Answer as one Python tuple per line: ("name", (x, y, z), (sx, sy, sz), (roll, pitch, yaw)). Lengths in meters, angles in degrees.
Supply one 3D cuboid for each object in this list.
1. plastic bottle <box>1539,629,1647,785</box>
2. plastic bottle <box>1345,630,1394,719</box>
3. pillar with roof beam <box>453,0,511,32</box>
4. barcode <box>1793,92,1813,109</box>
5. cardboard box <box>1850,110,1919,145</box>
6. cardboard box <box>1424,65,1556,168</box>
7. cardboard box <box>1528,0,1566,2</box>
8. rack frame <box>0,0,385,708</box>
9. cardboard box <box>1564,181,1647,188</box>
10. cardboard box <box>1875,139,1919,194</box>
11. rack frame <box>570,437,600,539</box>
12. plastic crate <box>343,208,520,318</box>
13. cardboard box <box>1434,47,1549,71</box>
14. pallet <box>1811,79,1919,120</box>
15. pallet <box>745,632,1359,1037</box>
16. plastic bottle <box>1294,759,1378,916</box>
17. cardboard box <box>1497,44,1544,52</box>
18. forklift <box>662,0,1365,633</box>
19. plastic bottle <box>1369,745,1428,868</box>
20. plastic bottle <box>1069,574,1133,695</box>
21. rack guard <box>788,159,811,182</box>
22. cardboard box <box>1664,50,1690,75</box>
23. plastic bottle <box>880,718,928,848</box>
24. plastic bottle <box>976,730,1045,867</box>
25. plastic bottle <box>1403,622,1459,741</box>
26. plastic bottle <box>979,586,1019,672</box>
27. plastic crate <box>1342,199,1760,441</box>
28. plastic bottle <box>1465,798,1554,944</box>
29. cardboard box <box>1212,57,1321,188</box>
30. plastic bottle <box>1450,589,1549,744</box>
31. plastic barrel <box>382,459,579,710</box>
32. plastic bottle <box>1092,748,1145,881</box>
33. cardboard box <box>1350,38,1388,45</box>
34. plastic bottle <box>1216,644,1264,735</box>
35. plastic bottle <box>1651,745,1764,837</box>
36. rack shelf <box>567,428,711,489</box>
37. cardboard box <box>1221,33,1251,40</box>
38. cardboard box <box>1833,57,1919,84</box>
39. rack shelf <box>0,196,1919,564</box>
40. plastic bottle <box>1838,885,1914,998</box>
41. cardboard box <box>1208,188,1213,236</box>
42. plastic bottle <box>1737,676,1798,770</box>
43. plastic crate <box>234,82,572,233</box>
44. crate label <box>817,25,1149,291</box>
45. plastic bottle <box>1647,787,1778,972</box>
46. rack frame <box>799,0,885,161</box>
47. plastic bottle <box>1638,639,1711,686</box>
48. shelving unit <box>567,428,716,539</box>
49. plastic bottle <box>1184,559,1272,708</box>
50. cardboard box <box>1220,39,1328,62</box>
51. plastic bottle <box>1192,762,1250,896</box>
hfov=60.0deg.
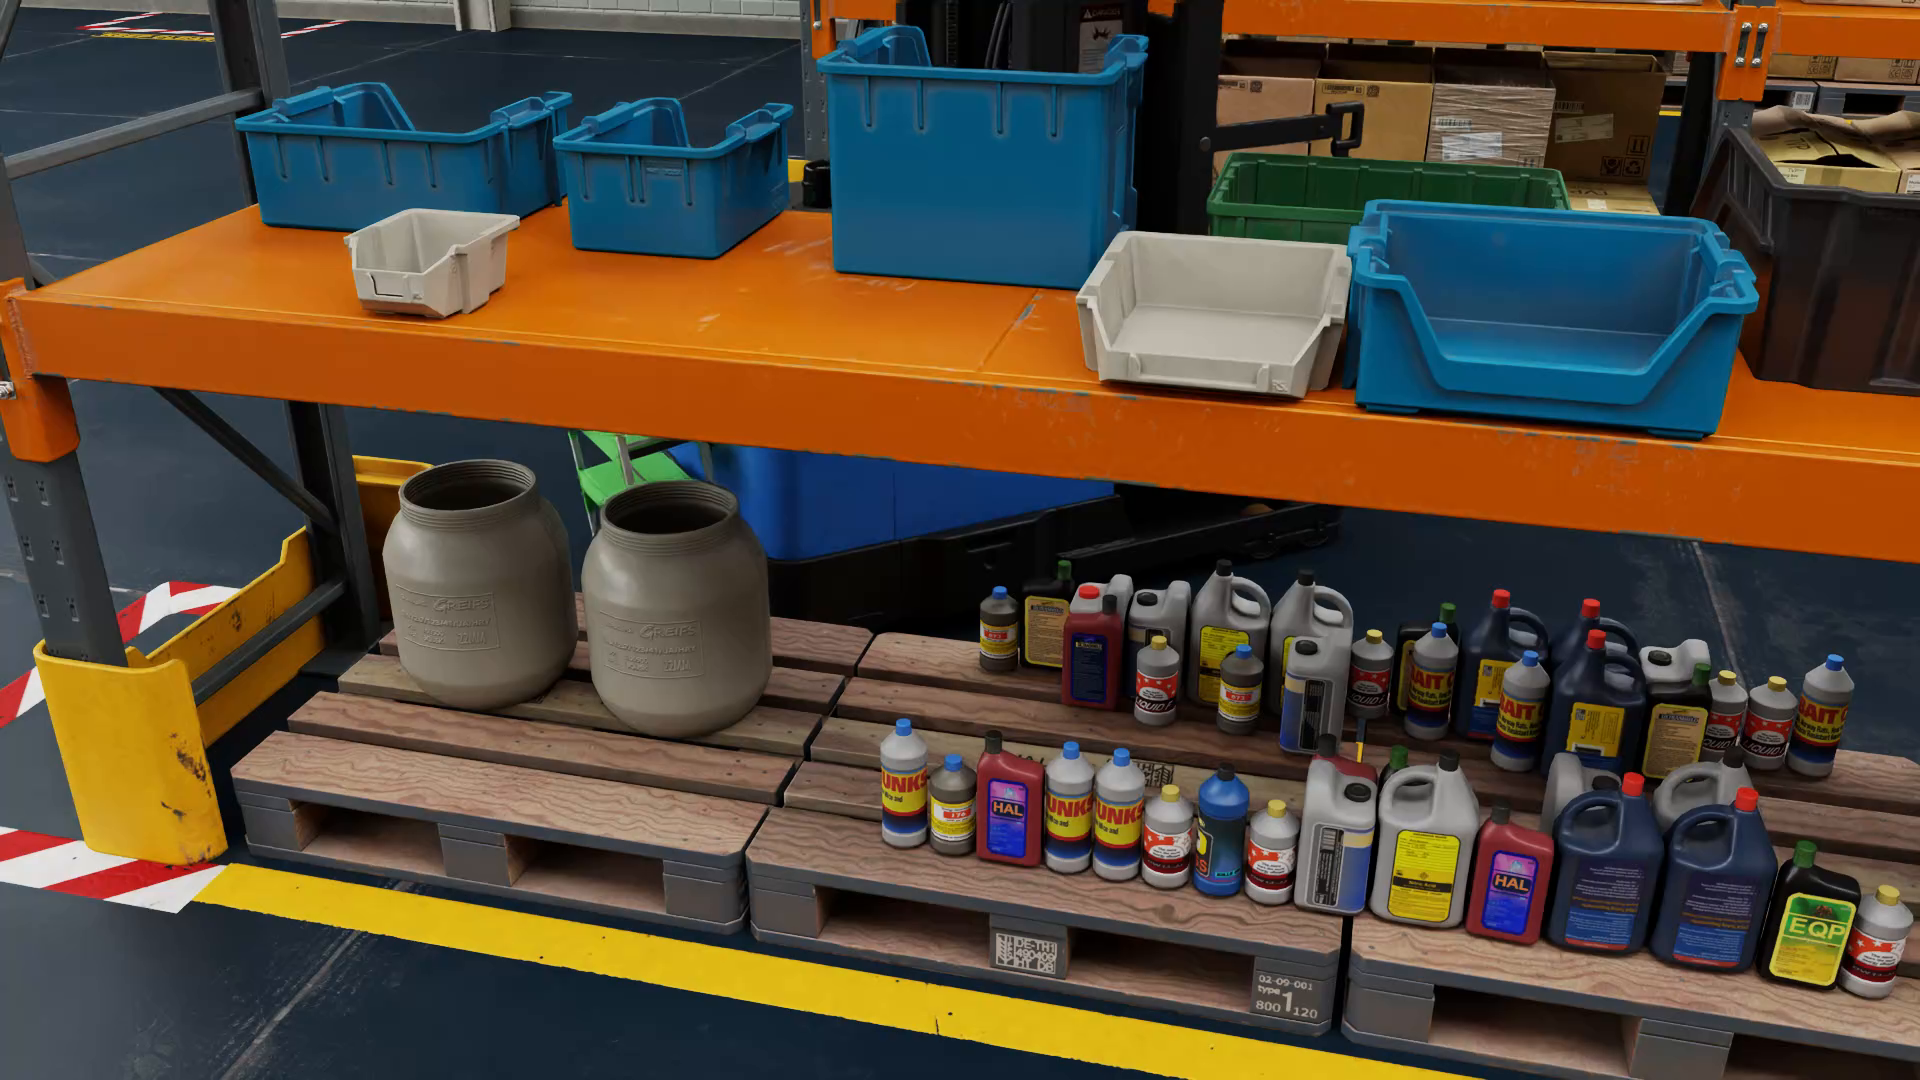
("plastic bottle", (1.368, 0.358, 3.579), (0.185, 0.351, 0.144), (6, 26, 13))
("plastic bottle", (0.953, 0.305, 3.864), (0.097, 0.201, 0.097), (0, 25, 0))
("pillar with roof beam", (-5.314, -6.837, 9.143), (0.400, 9.000, 9.100), (6, 26, 13))
("barcode", (3.463, -1.805, 6.831), (0.075, 0.075, 0.001), (6, 26, 13))
("cardboard box", (4.289, -1.727, 7.445), (0.500, 0.311, 0.500), (7, 26, 14))
("cardboard box", (2.335, -1.806, 7.392), (0.500, 0.500, 0.500), (6, 26, 13))
("cardboard box", (2.376, -2.646, 7.202), (0.500, 0.500, 0.700), (6, 26, 12))
("rack frame", (-1.792, -0.869, 3.585), (0.127, 3.000, 1.000), (6, 26, 13))
("cardboard box", (2.946, -1.626, 7.887), (0.500, 0.250, 0.500), (6, 26, 13))
("cardboard box", (4.141, -1.500, 6.969), (0.500, 0.311, 0.500), (6, 26, 12))
("rack frame", (-1.035, -0.454, 4.778), (0.240, 1.200, 0.015), (-21, 32, -24))
("plastic crate", (-1.005, -0.520, 3.159), (0.250, 0.136, 0.298), (6, 26, 13))
("cardboard box", (2.462, -2.019, 7.840), (0.500, 0.500, 0.500), (6, 26, 13))
("pallet", (6.489, -3.093, 11.502), (1.213, 0.211, 1.003), (6, 26, 13))
("pallet", (0.257, 0.599, 3.745), (1.213, 0.211, 1.003), (6, 26, 13))
("plastic bottle", (0.732, 0.567, 3.225), (0.135, 0.276, 0.152), (7, 26, 14))
("cardboard box", (4.024, -3.529, 11.958), (0.250, 0.166, 0.380), (3, 26, 6))
("forklift", (0.621, -1.456, 4.899), (3.031, 2.935, 1.130), (-12, 28, -24))
("plastic bottle", (0.889, 0.538, 3.279), (0.133, 0.283, 0.061), (6, 26, 13))
("plastic bottle", (0.333, 0.215, 3.966), (0.135, 0.276, 0.152), (7, 26, 13))
("rack guard", (-0.578, -1.804, 8.459), (0.348, 0.500, 1.175), (6, 26, 13))
("cardboard box", (5.267, -3.563, 11.641), (0.500, 0.500, 0.700), (7, 26, 15))
("plastic bottle", (-0.113, 0.488, 3.397), (0.097, 0.271, 0.097), (0, 25, 0))
("plastic bottle", (0.101, 0.515, 3.328), (0.133, 0.283, 0.061), (7, 26, 14))
("plastic bottle", (1.069, 0.313, 3.765), (0.097, 0.271, 0.097), (0, 25, 0))
("plastic bottle", (0.096, 0.210, 4.063), (0.097, 0.201, 0.097), (0, 25, 0))
("plastic crate", (0.943, -0.379, 2.729), (0.616, 0.251, 0.499), (6, 26, 13))
("plastic bottle", (1.033, 0.618, 3.111), (0.133, 0.283, 0.061), (8, 27, 16))
("cardboard box", (1.362, -1.906, 7.601), (0.500, 0.500, 0.500), (6, 26, 13))
("plastic bottle", (1.221, 0.277, 3.747), (0.185, 0.351, 0.144), (5, 26, 11))
("plastic barrel", (-1.135, 0.104, 3.949), (0.421, 0.512, 0.421), (0, 25, 0))
("plastic bottle", (0.315, 0.536, 3.297), (0.097, 0.271, 0.097), (0, 25, 0))
("cardboard box", (3.006, -3.656, 12.244), (0.250, 0.149, 0.380), (4, 26, 9))
("plastic bottle", (0.642, 0.334, 3.802), (0.097, 0.201, 0.097), (0, 25, 0))
("plastic bottle", (1.423, 0.548, 3.180), (0.185, 0.351, 0.144), (6, 26, 13))
("rack shelf", (-0.906, -0.308, 4.619), (0.258, 0.148, 0.480), (-21, 32, -24))
("cardboard box", (1.875, -3.805, 12.369), (0.500, 0.311, 0.500), (9, 27, 17))
("cardboard box", (6.264, -3.457, 11.418), (0.500, 0.500, 0.700), (7, 26, 14))
("rack shelf", (0.145, -0.330, 3.290), (4.000, 0.370, 1.077), (6, 26, 13))
("plastic bottle", (1.653, 0.715, 3.002), (0.097, 0.201, 0.097), (0, 25, 0))
("cardboard box", (1.362, -1.567, 7.763), (0.500, 0.250, 0.500), (6, 26, 13))
("plastic bottle", (1.784, 0.397, 3.671), (0.097, 0.201, 0.097), (0, 25, 0))
("plastic crate", (-1.232, -0.873, 3.766), (0.616, 0.251, 0.499), (6, 26, 13))
("crate label", (0.058, -0.800, 3.400), (0.616, 0.435, 0.502), (6, 26, 13))
("plastic bottle", (1.387, 0.608, 3.053), (0.185, 0.351, 0.144), (6, 26, 12))
("rack frame", (-0.554, -2.931, 7.916), (0.127, 3.000, 1.000), (6, 26, 13))
("plastic bottle", (1.563, 0.351, 3.680), (0.135, 0.276, 0.152), (7, 26, 15))
("shelving unit", (-0.912, -0.364, 4.588), (0.258, 1.200, 0.503), (-21, 32, -24))
("plastic bottle", (0.629, 0.212, 3.885), (0.185, 0.351, 0.144), (7, 26, 15))
("cardboard box", (1.495, -2.129, 8.069), (0.500, 0.500, 0.500), (6, 26, 13))
("plastic bottle", (0.512, 0.557, 3.252), (0.097, 0.271, 0.097), (0, 25, 0))
